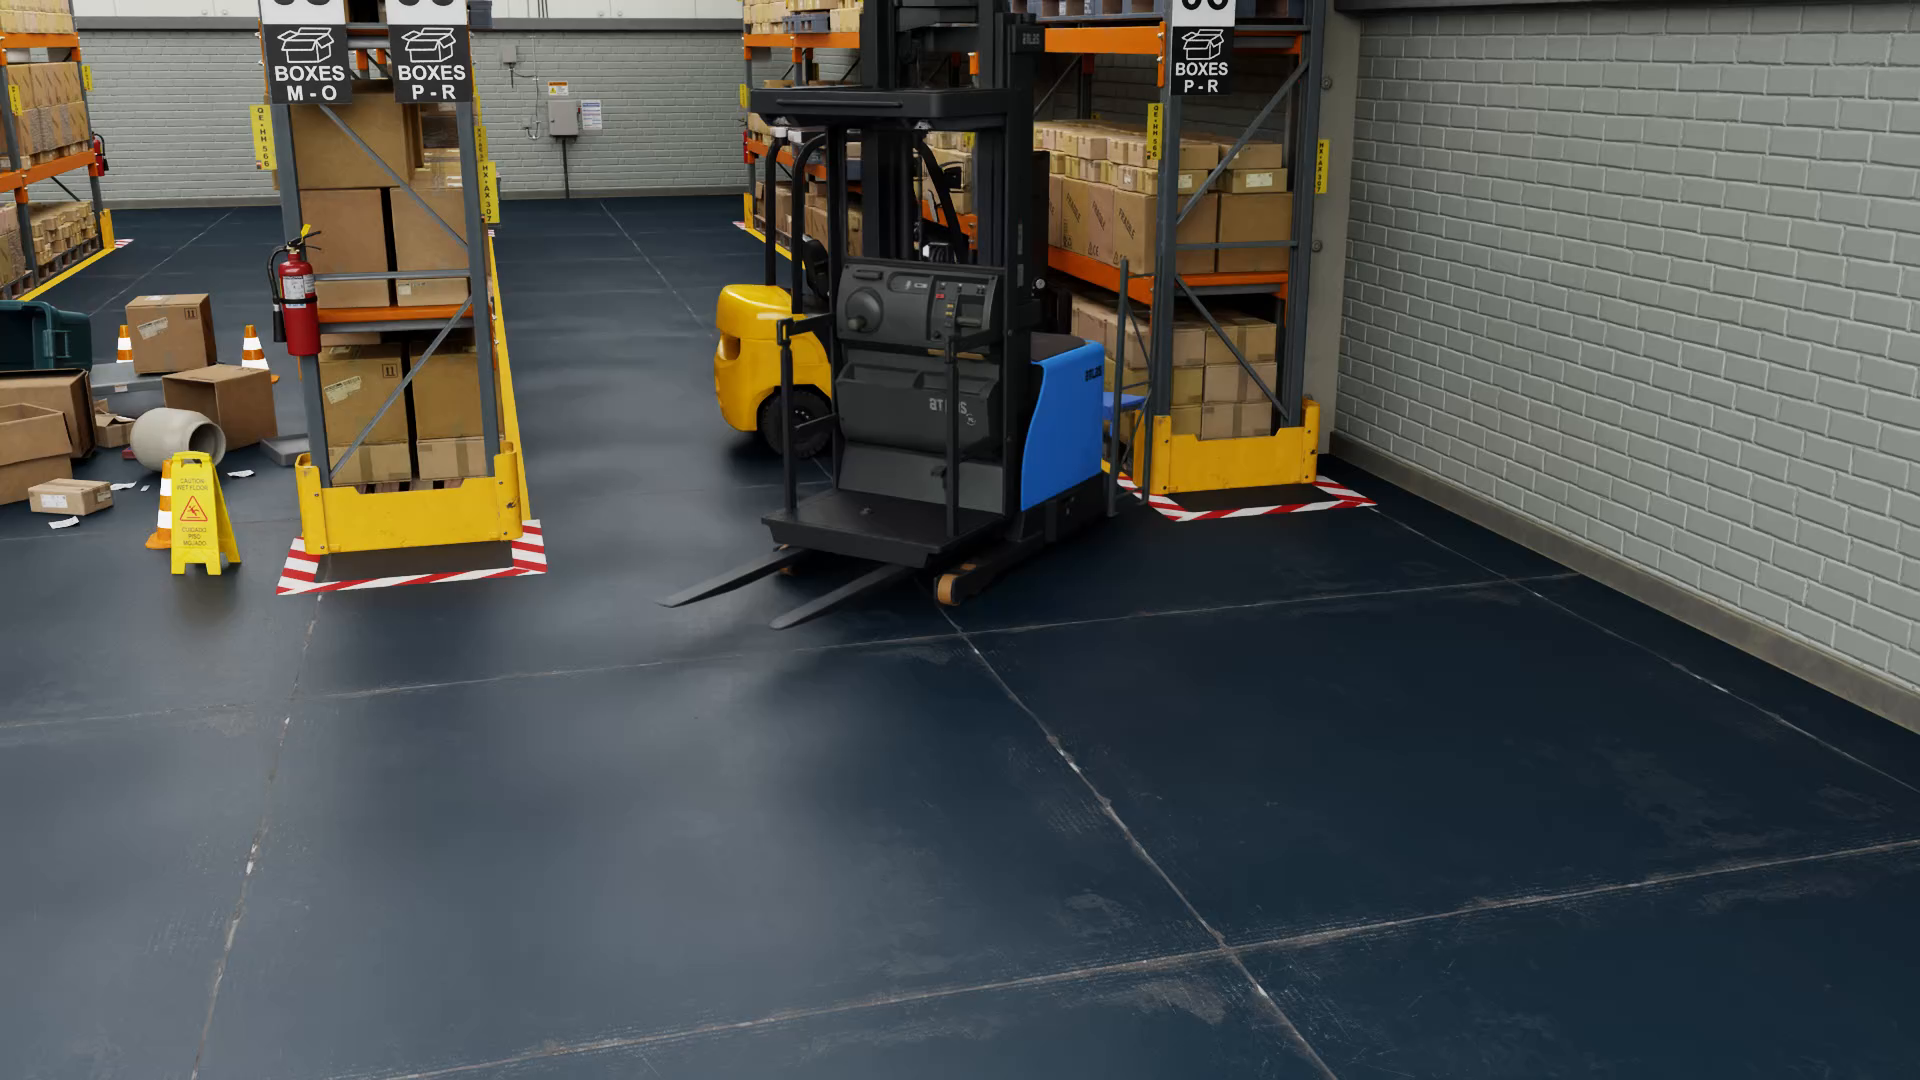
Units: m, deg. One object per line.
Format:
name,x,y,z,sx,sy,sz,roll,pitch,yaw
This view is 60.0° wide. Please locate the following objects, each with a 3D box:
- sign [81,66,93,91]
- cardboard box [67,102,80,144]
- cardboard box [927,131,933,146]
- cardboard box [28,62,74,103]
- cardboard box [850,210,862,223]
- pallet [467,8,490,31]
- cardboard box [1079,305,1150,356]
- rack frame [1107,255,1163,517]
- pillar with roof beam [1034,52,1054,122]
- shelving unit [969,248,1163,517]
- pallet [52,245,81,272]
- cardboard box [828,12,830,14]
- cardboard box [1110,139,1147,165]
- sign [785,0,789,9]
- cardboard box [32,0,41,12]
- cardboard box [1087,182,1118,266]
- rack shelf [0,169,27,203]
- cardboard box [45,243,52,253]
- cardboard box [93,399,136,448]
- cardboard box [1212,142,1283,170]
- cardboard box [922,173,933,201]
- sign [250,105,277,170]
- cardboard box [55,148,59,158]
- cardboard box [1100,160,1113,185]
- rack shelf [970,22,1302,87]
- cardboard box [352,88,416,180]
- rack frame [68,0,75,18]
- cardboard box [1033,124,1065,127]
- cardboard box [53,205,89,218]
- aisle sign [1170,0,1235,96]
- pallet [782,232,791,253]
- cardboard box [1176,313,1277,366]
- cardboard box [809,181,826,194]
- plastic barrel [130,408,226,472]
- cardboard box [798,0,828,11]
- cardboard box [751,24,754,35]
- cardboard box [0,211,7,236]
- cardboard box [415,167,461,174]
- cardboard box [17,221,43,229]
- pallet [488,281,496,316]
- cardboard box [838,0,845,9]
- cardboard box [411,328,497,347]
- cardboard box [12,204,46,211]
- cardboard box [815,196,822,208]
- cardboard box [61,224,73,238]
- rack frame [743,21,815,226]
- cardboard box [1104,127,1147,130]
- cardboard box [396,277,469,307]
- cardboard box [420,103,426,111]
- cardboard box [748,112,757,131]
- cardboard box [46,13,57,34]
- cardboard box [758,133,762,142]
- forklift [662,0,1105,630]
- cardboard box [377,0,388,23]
sign,-11.666,-6.174,22.229,0.100,0.325,0.005,-5,17,-15
cardboard box,-11.698,-5.373,21.434,0.500,0.500,0.500,-5,17,-16
cardboard box,-0.092,-3.710,15.286,0.380,0.149,0.250,-5,17,-15
cardboard box,-11.701,-5.852,21.290,0.500,0.500,0.500,-5,18,-17
cardboard box,-1.047,-3.687,18.998,0.380,0.149,0.250,-4,17,-14
pallet,-4.531,-4.342,13.805,1.213,0.211,1.003,-5,17,-15
cardboard box,1.122,-1.423,11.287,0.500,0.250,0.500,-4,17,-14
rack frame,1.037,-0.913,9.832,0.032,1.500,0.500,10,16,31
pillar with roof beam,-3.418,-6.273,14.693,9.100,9.000,0.400,-5,17,-15
shelving unit,0.606,-0.990,10.091,1.048,1.500,0.538,10,16,31
pallet,-11.664,-3.509,20.765,1.003,0.211,1.213,-5,17,-15
cardboard box,-1.469,-6.805,21.424,0.500,0.250,0.500,-5,17,-17
cardboard box,1.198,-2.536,10.862,0.380,0.149,0.250,-4,17,-14
sign,-2.123,-6.775,20.680,0.100,0.325,0.005,-5,17,-15
cardboard box,-11.427,-6.503,20.063,0.500,0.250,0.500,-5,18,-18
cardboard box,1.173,-2.124,11.135,0.500,0.500,0.500,-4,17,-14
rack shelf,-10.557,-3.425,16.891,1.077,0.370,4.000,-5,17,-15
cardboard box,-11.207,-3.489,20.080,0.380,0.149,0.250,-5,17,-16
cardboard box,-6.016,-0.825,11.737,0.396,0.266,0.258,11,20,32
cardboard box,1.808,-2.427,10.500,0.380,0.149,0.250,-5,17,-16
cardboard box,-0.045,-3.248,15.312,0.500,0.250,0.500,-5,17,-15
sign,-3.616,-2.091,8.636,0.100,0.325,0.005,-5,17,-15
cardboard box,-11.575,-4.878,20.914,0.380,0.149,0.250,-5,18,-18
cardboard box,1.162,-2.463,11.137,0.380,0.149,0.250,-5,17,-16
rack shelf,1.145,-3.462,11.799,1.077,0.370,4.000,-5,17,-15
cardboard box,-3.559,-2.357,9.655,0.700,0.500,0.500,-5,17,-15
rack frame,-12.206,-8.303,21.450,1.000,3.000,0.127,-5,17,-15
cardboard box,0.607,-3.098,12.733,0.380,0.149,0.250,-4,17,-14
cardboard box,-11.609,-4.288,21.705,0.380,0.149,0.250,-5,17,-16
aisle sign,1.430,-3.020,9.773,0.394,0.787,0.004,-5,17,-15
pallet,-1.791,-3.990,22.369,1.003,0.211,1.213,-5,17,-15
cardboard box,1.745,-1.328,10.969,0.500,0.250,0.500,-5,17,-16
cardboard box,-1.702,-4.477,21.114,0.380,0.149,0.250,-5,17,-16
plastic barrel,-5.100,-0.641,10.850,0.512,0.421,0.421,7,18,23
cardboard box,-1.714,-6.374,19.775,0.380,0.149,0.250,-4,17,-14
cardboard box,-2.838,-7.452,24.269,0.380,0.149,0.250,-4,17,-14
cardboard box,-10.530,-3.357,17.725,0.500,0.250,0.500,-4,17,-13
cardboard box,-3.227,-2.050,10.372,0.500,0.500,0.500,-5,17,-16
cardboard box,-11.137,-3.702,19.755,0.380,0.149,0.250,-5,17,-16
pallet,-5.420,-2.524,17.489,1.003,0.211,1.213,-5,17,-15
cardboard box,-1.161,-6.022,18.640,0.380,0.149,0.250,-4,17,-14
cardboard box,-3.188,-1.062,10.520,0.500,0.500,0.500,-5,18,-17
cardboard box,-12.197,-4.312,21.783,0.380,0.149,0.250,-4,17,-14
cardboard box,-1.610,-4.260,20.906,0.380,0.149,0.250,-5,17,-17
cardboard box,-11.332,-3.852,20.770,0.380,0.149,0.250,-5,17,-15
rack frame,-2.702,-6.242,25.019,1.000,3.000,0.127,-5,17,-15
cardboard box,1.295,-3.003,12.416,0.380,0.149,0.250,-5,17,-16
cardboard box,-2.971,-1.413,9.379,0.380,0.149,0.250,-5,17,-15
cardboard box,-4.363,-3.682,13.947,0.380,0.149,0.250,-4,17,-12
cardboard box,-2.837,-6.166,24.509,0.500,0.250,0.500,-5,17,-15
cardboard box,-11.556,-6.411,20.626,0.500,0.250,0.500,-4,17,-13
cardboard box,-2.761,-5.943,24.458,0.380,0.149,0.250,-4,17,-14
forklift,-0.332,-1.221,8.421,1.130,2.935,3.031,9,19,29
cardboard box,-3.014,-2.922,9.189,0.380,0.149,0.250,-5,18,-17
